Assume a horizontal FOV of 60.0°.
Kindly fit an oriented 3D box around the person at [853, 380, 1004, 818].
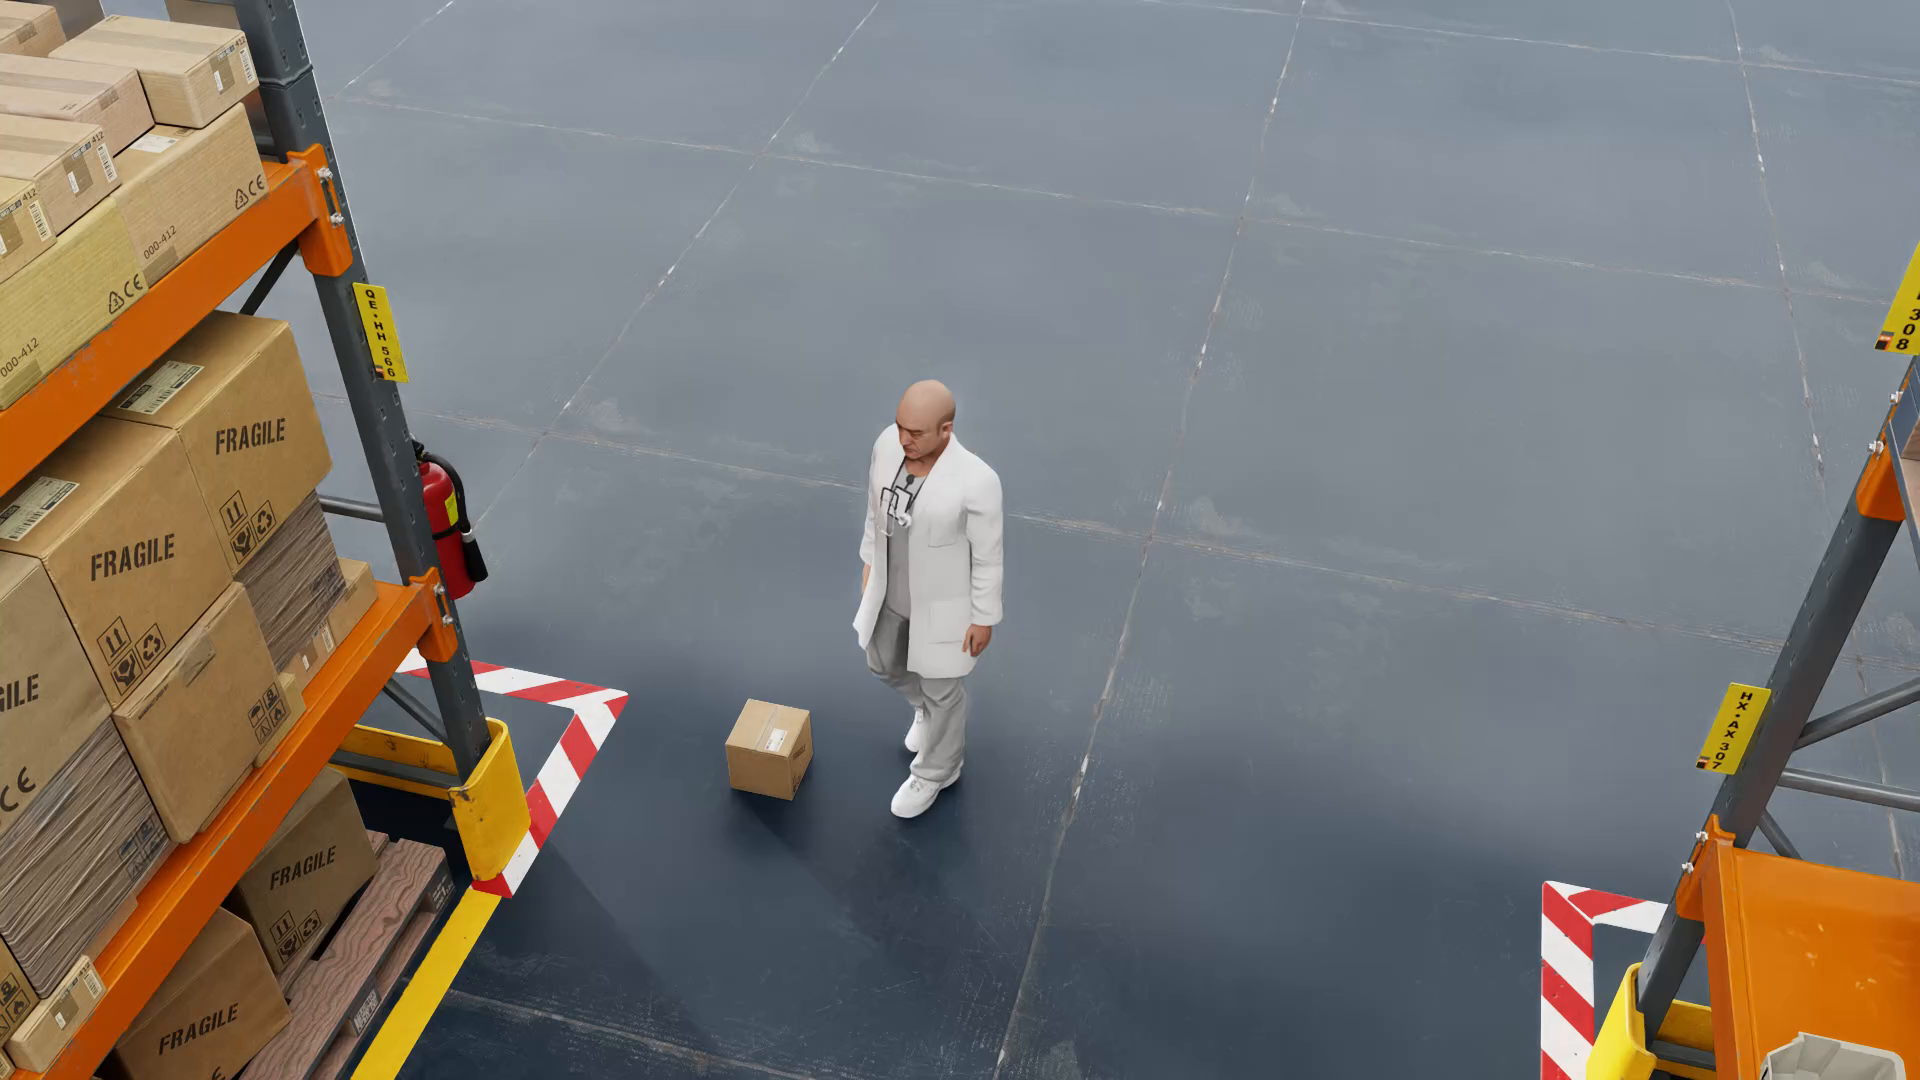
[{"bbox_3d":[-0.123,0.185,5.936,0.629,1.785,0.647,29,48,29],"label":"person"}]
